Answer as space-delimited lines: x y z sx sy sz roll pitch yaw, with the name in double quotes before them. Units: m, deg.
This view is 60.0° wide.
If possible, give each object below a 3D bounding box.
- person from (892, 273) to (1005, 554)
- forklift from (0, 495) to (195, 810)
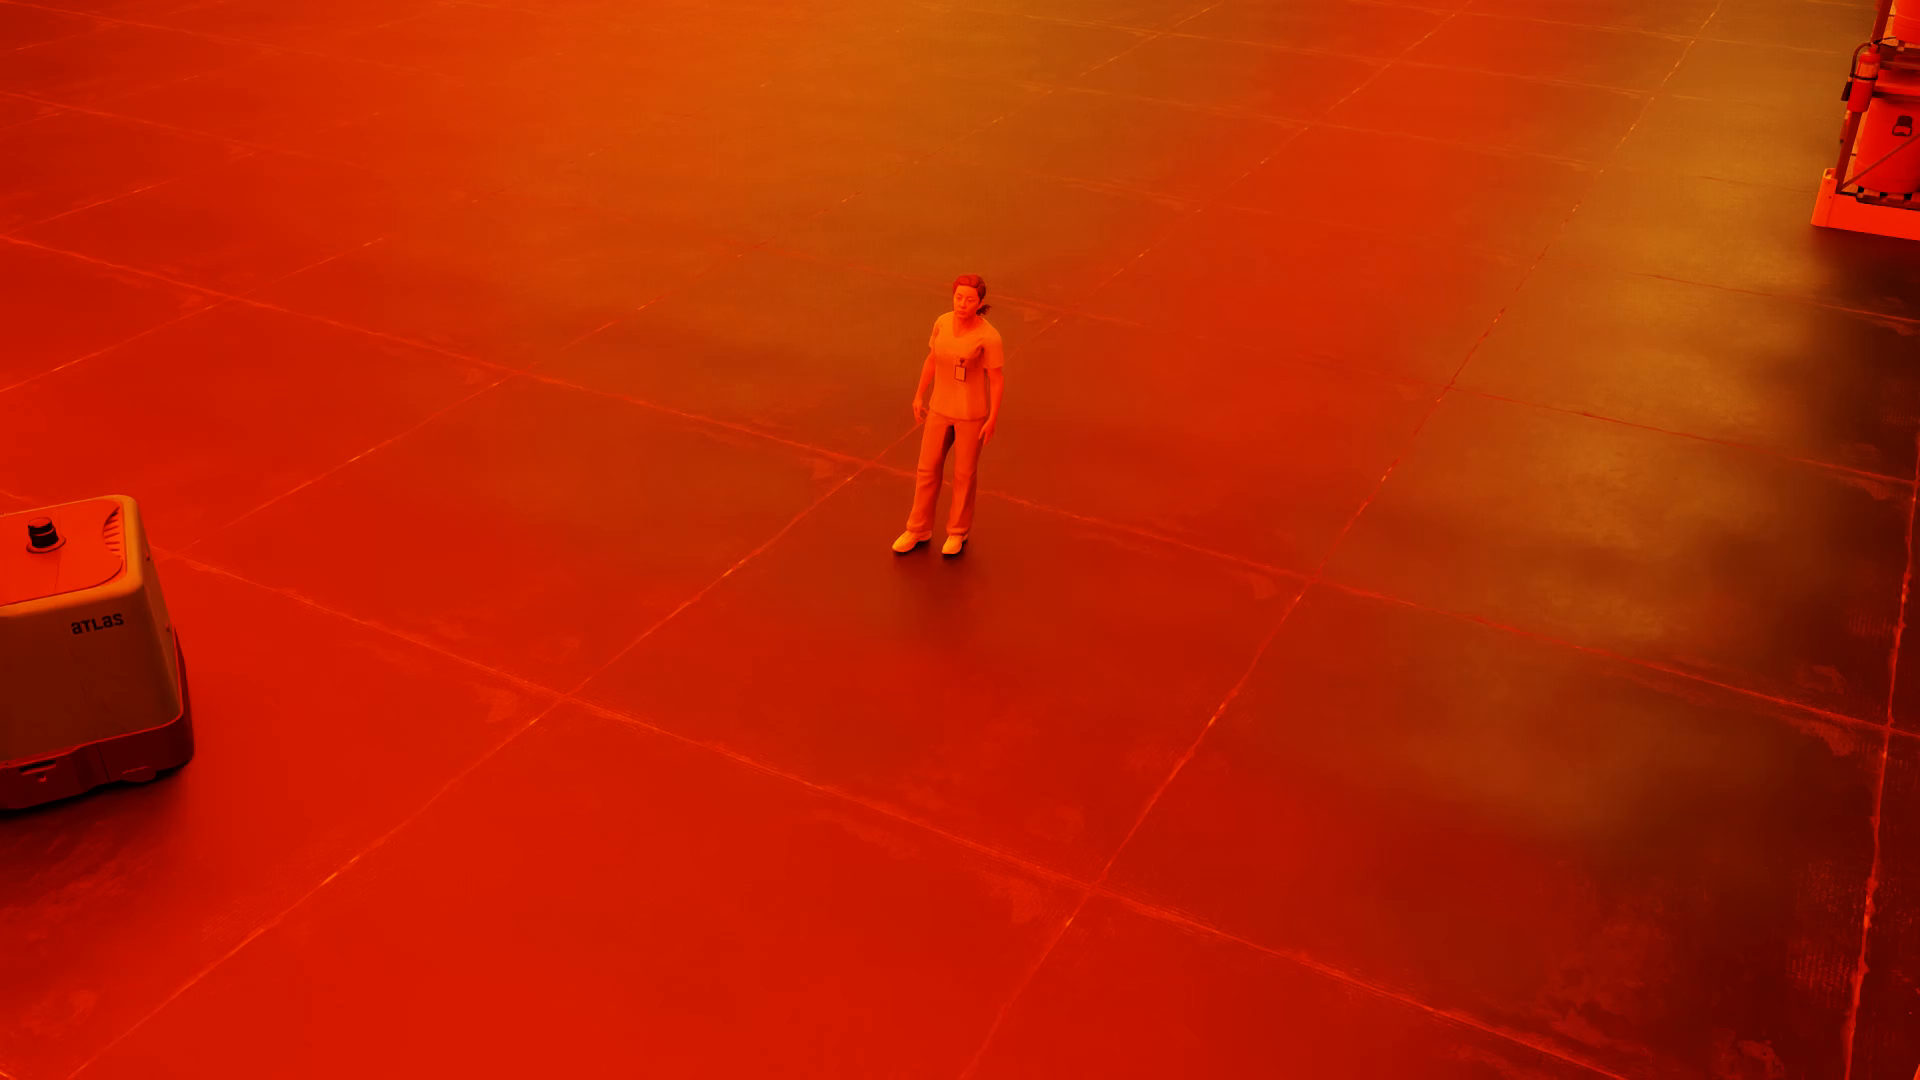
"person" -0.048 -0.703 9.530 0.549 1.673 0.548 15 33 25
"forklift" -5.273 -0.055 7.166 3.031 2.935 1.130 -13 33 -22
